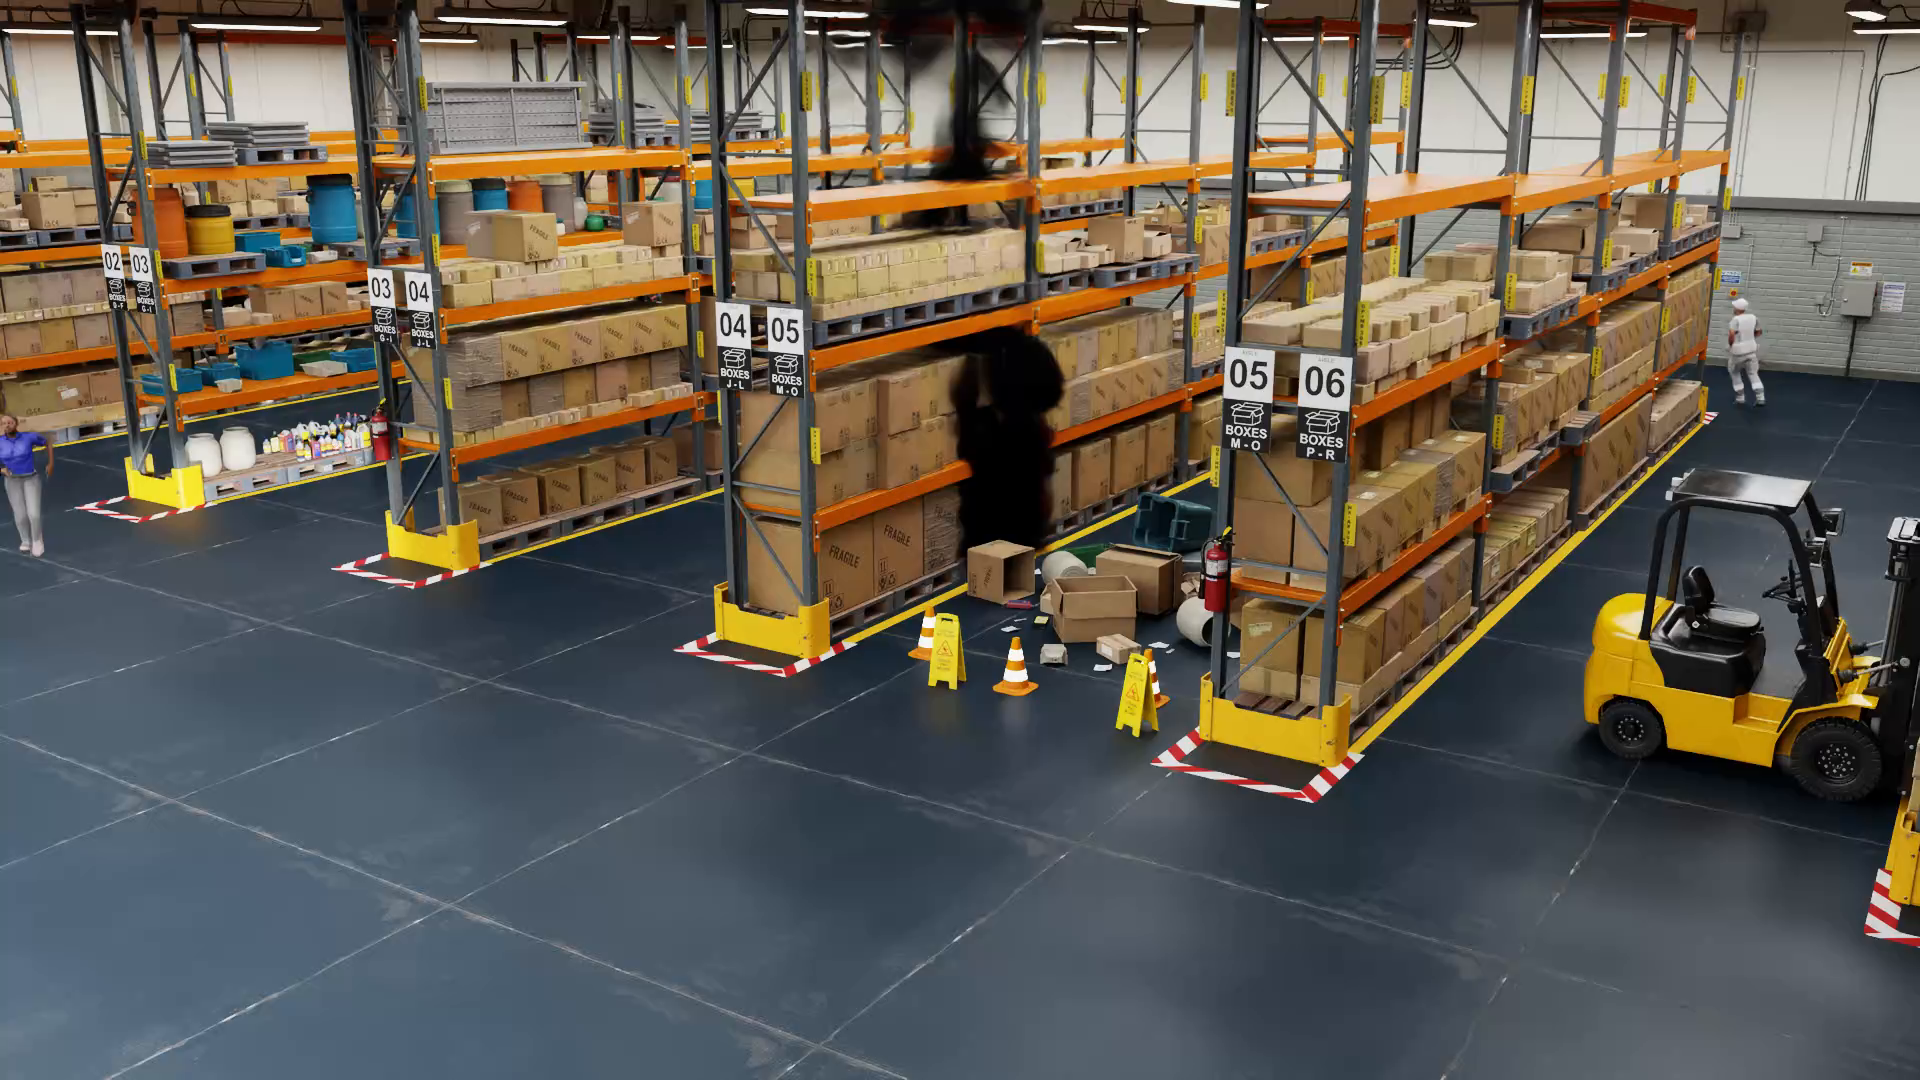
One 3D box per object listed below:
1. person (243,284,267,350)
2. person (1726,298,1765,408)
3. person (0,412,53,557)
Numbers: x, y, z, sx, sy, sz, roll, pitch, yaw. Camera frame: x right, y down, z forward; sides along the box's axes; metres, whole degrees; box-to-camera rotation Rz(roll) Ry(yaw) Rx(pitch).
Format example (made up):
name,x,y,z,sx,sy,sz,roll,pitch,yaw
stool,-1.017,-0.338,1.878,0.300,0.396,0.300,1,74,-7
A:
name,x,y,z,sx,sy,sz,roll,pitch,yaw
person,-12.368,-3.710,29.425,0.600,1.681,0.892,6,17,21
person,12.468,-2.963,26.558,0.665,1.784,0.851,0,16,-1
person,-10.308,-0.612,18.332,0.592,1.626,0.830,-6,17,-20
